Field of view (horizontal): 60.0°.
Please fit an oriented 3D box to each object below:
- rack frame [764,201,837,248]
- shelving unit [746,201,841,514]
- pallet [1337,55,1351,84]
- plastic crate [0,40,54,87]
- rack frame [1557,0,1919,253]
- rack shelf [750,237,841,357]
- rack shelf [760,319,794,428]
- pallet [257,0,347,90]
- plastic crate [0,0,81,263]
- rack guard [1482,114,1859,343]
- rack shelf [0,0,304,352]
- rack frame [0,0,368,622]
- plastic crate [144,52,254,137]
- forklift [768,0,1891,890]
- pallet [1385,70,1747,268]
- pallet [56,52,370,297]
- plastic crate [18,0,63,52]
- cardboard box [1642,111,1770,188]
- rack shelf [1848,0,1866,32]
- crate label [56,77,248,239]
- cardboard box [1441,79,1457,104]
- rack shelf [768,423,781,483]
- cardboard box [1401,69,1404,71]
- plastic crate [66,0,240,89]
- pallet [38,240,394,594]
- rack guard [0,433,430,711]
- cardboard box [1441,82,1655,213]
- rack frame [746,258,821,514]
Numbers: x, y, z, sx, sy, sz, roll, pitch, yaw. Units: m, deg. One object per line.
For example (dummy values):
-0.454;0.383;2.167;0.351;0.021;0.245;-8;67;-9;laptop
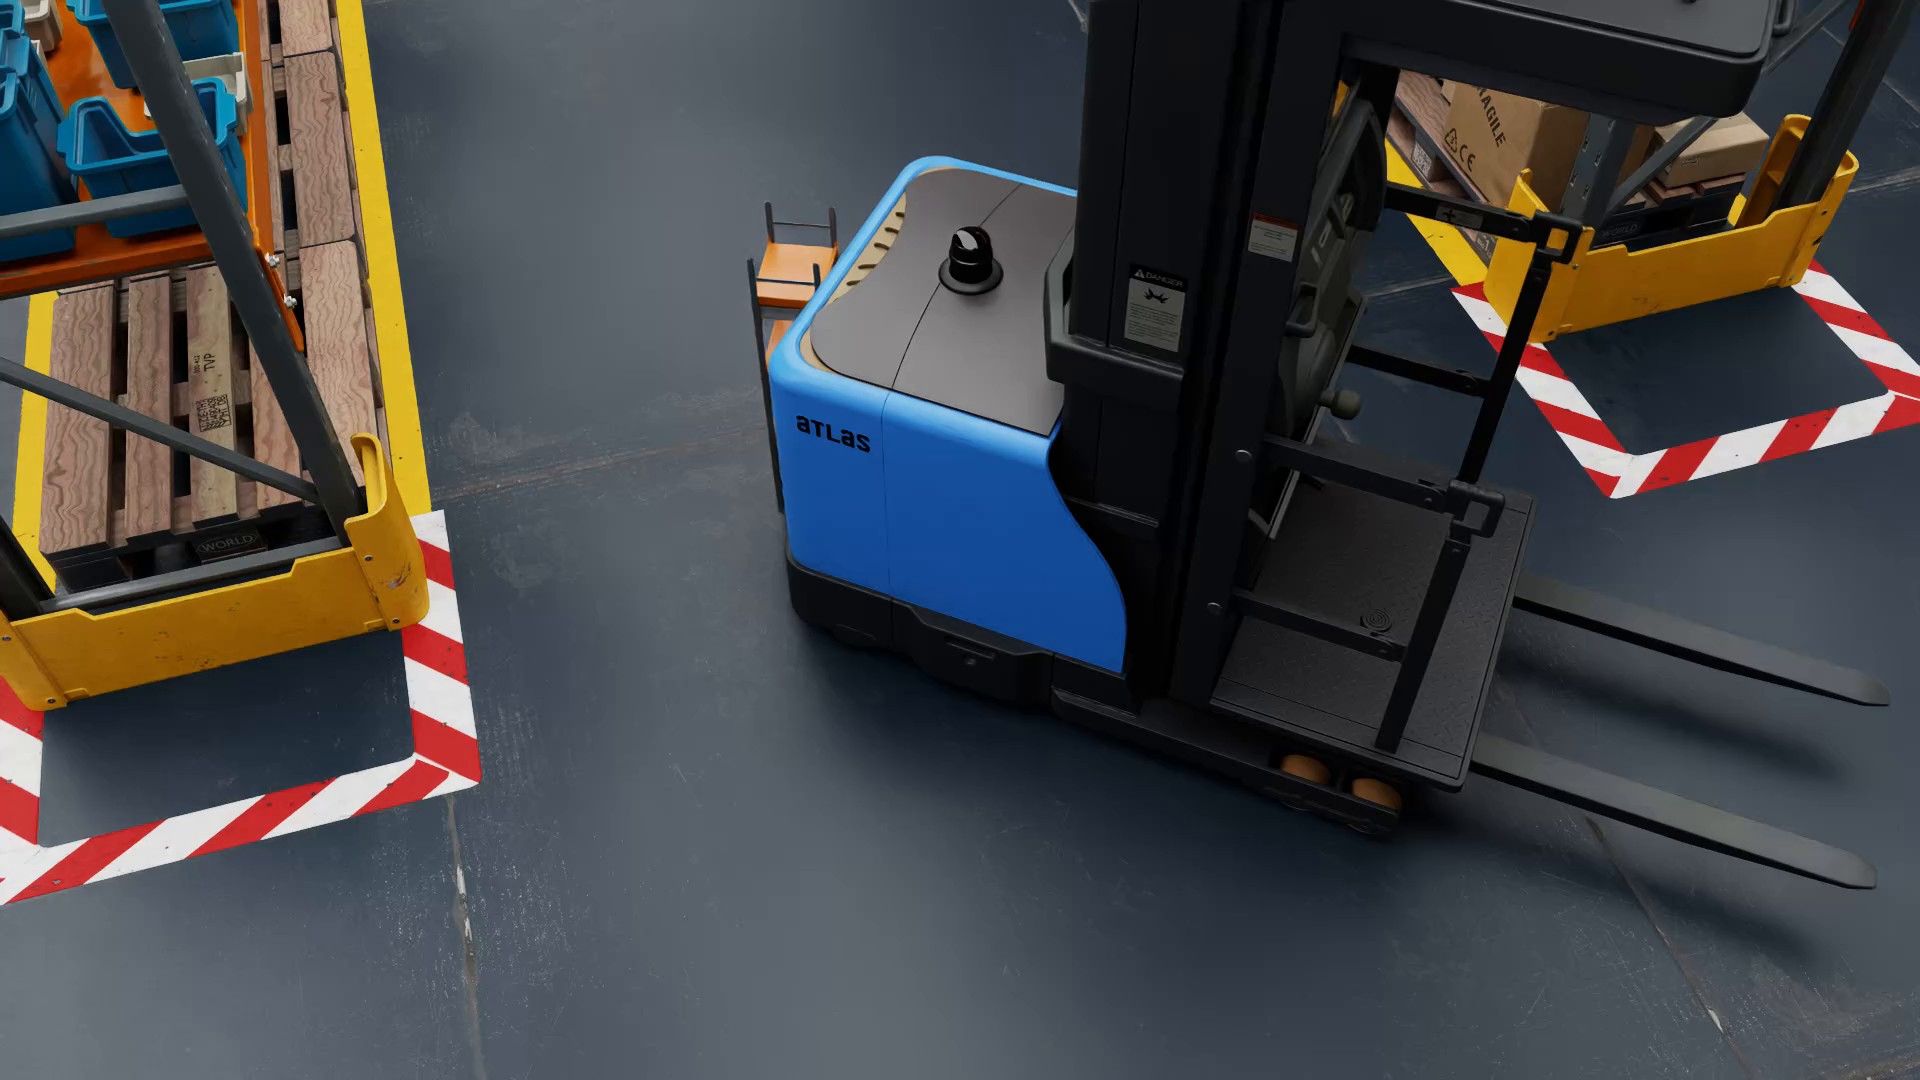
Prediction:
-0.451;-0.603;5.072;0.200;1.050;0.008;6;50;5;rack frame
-0.466;-0.511;4.994;0.215;1.050;0.252;6;50;5;shelving unit
1.885;-2.473;7.197;1.003;0.211;1.213;-13;51;-11;pallet
-2.645;-1.217;4.447;0.396;0.136;0.243;-13;51;-11;plastic crate
2.502;-1.845;4.844;1.000;3.000;0.127;-13;51;-11;rack frame
-0.466;-0.687;4.785;0.215;0.259;0.240;6;50;5;rack shelf
-0.466;-0.504;5.002;0.215;0.259;0.240;6;50;5;rack shelf
-3.160;-2.222;6.986;1.003;0.211;1.213;-13;51;-11;pallet
-2.509;-0.961;4.036;0.616;0.435;0.499;-13;51;-11;plastic crate
2.479;-1.095;5.846;1.175;0.500;0.348;-13;51;-11;rack guard
-2.823;-1.957;5.408;1.077;0.370;4.000;-13;51;-11;rack shelf
-2.231;-0.728;3.902;1.000;3.000;0.127;-13;51;-11;rack frame
-2.006;-1.170;4.408;0.250;0.136;0.298;-13;51;-11;plastic crate
1.057;-0.603;3.841;3.031;2.935;1.130;18;52;15;forklift
2.242;-1.584;6.447;1.003;0.211;1.213;-13;51;-11;pallet
-2.795;-1.330;6.233;1.003;0.211;1.213;-13;51;-11;pallet
-2.717;-1.432;4.629;0.396;0.136;0.243;-13;51;-11;plastic crate
2.706;-1.452;6.089;0.380;0.149;0.250;-13;51;-11;cardboard box
1.910;-3.074;6.350;1.077;0.370;4.000;-13;51;-11;rack shelf
-1.990;-0.948;4.158;0.416;0.233;0.303;-13;51;-11;crate label
2.072;-1.731;6.313;0.380;0.166;0.250;-13;51;-11;cardboard box
-0.466;-0.325;5.214;0.215;0.259;0.240;6;50;5;rack shelf
1.853;-2.143;6.605;0.500;0.250;0.500;-13;51;-11;cardboard box
-2.185;-1.429;4.563;0.416;0.233;0.300;-13;51;-11;plastic crate
-2.438;-0.440;5.483;1.003;0.211;1.213;-13;51;-11;pallet
-2.212;0.092;4.845;1.175;0.500;0.348;-13;51;-11;rack guard
2.105;-1.523;5.919;0.500;0.500;0.500;-13;51;-11;cardboard box
-0.481;-0.418;4.916;0.200;1.050;0.008;6;50;5;rack frame
